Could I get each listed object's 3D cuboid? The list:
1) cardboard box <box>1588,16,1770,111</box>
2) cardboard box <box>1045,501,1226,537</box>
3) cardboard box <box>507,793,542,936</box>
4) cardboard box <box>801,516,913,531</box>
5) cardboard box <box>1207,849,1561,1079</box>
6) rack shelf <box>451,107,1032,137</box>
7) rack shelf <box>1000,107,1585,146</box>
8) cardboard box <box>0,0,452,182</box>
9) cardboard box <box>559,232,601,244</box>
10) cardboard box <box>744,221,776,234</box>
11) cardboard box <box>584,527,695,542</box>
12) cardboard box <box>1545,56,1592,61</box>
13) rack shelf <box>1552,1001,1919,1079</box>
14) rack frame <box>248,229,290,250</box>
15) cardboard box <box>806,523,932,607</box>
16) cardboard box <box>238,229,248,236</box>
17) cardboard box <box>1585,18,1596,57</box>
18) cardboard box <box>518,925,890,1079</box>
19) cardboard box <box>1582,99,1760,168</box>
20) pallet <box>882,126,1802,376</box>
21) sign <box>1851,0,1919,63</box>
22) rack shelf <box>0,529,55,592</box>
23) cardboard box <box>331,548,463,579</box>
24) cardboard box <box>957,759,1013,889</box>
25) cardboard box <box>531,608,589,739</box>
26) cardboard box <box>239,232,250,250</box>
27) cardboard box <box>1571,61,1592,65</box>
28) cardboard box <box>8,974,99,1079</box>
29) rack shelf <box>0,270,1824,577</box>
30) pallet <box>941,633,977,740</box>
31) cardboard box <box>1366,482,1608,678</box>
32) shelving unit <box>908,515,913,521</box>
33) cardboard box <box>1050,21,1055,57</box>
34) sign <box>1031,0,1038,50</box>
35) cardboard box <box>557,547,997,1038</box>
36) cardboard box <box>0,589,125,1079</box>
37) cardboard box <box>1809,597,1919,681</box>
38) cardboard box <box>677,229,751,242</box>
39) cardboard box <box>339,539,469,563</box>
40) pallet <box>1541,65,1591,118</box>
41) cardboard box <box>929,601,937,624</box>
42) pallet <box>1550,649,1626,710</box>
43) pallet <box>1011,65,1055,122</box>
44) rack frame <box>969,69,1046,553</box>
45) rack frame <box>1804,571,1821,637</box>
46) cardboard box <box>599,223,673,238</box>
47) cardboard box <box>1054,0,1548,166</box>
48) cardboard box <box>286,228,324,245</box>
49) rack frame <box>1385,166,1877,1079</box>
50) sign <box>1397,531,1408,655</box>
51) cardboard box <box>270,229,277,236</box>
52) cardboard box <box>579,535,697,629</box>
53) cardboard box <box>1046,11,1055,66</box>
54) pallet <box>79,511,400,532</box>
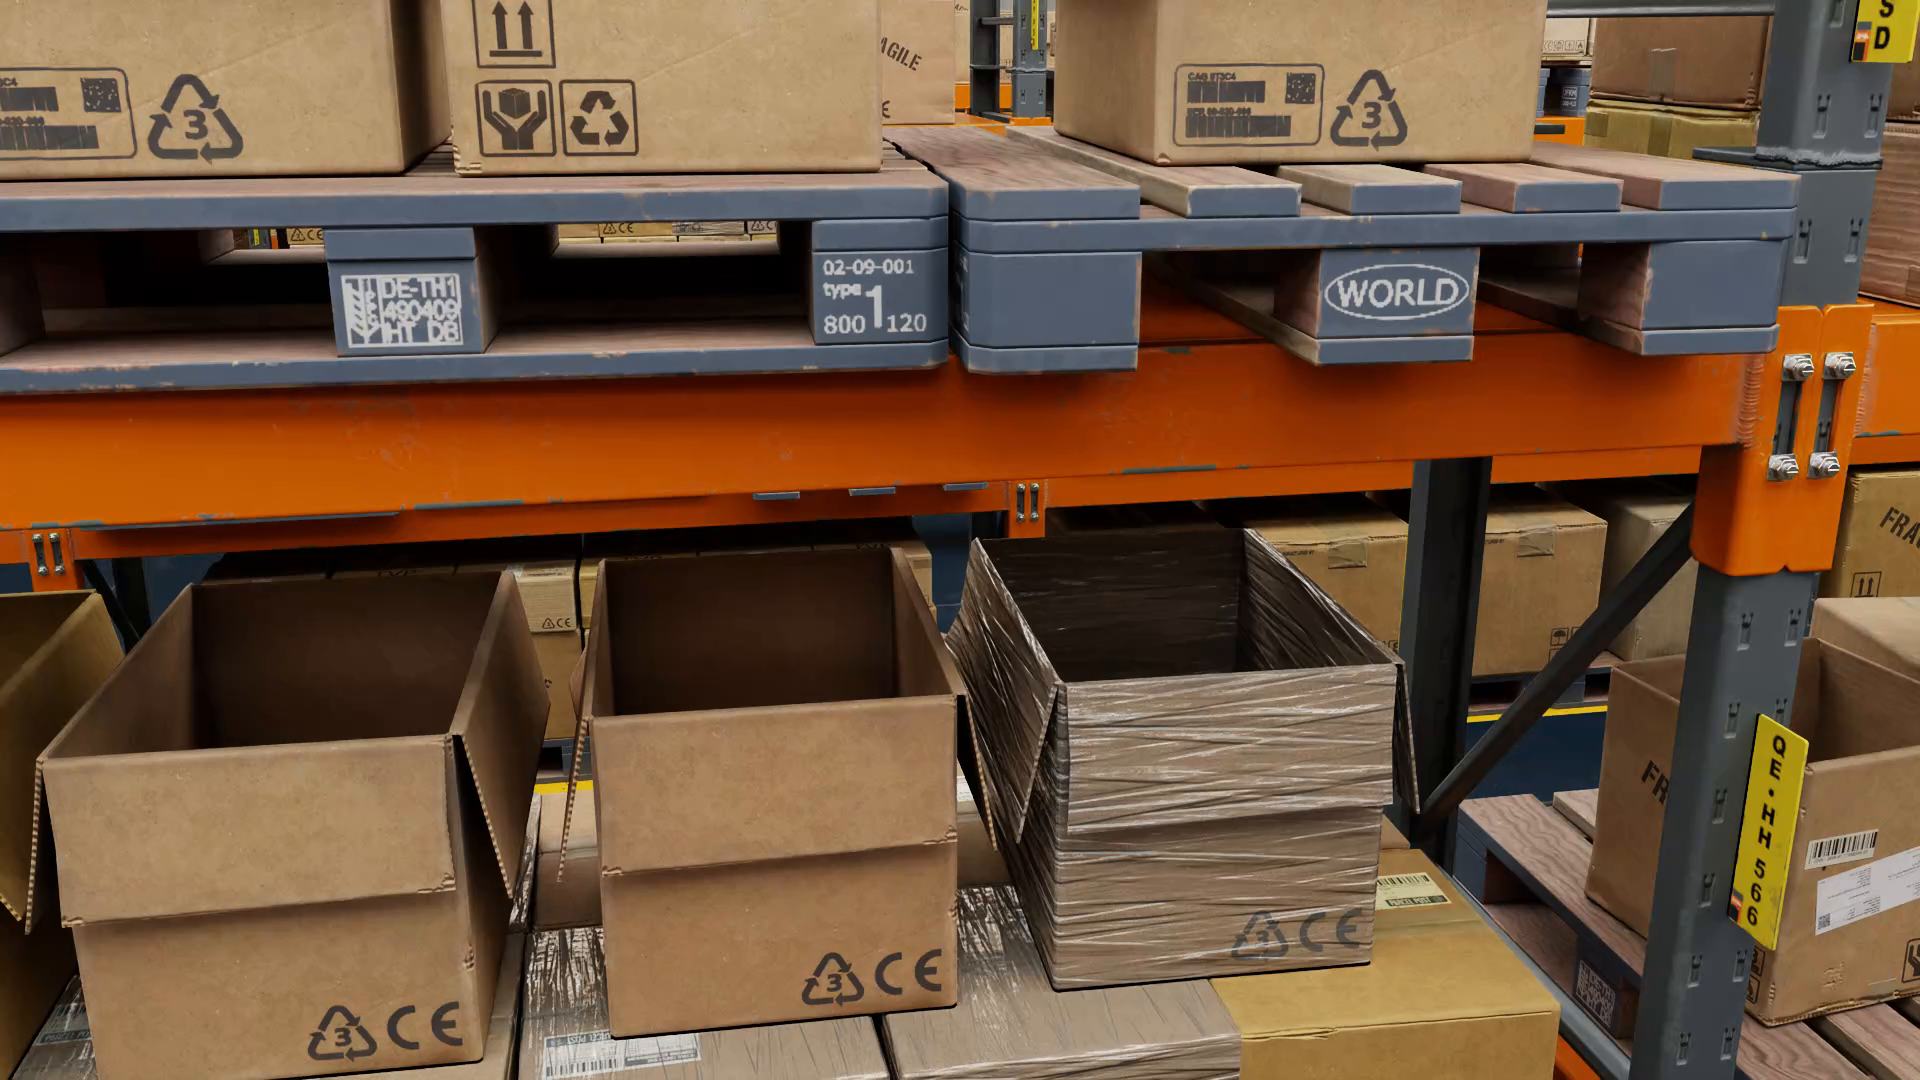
[{"bbox_3d":[1.464,-1.008,2.854,0.500,0.500,0.500,-3,17,-9],"label":"cardboard box"},{"bbox_3d":[0.816,0.243,8.030,0.750,0.750,1.050,-3,17,-11],"label":"cardboard box"},{"bbox_3d":[-0.986,0.798,2.933,0.500,0.500,0.500,-3,17,-10],"label":"cardboard box"},{"bbox_3d":[-0.522,-0.020,8.032,0.500,0.250,0.500,-4,18,-13],"label":"cardboard box"},{"bbox_3d":[0.605,0.862,2.725,0.500,0.500,0.500,-3,17,-9],"label":"cardboard box"},{"bbox_3d":[-1.763,-1.603,7.038,4.000,0.370,1.077,-3,17,-10],"label":"rack shelf"},{"bbox_3d":[2.165,-1.826,7.763,4.000,0.370,1.077,-3,17,-10],"label":"rack shelf"},{"bbox_3d":[-0.959,-0.753,2.154,0.637,0.503,0.797,-3,17,-11],"label":"cardboard box"},{"bbox_3d":[-2.776,-2.020,11.682,0.500,0.250,0.500,-4,17,-12],"label":"cardboard box"},{"bbox_3d":[-1.295,-2.467,11.862,0.500,0.500,0.500,-4,17,-12],"label":"cardboard box"},{"bbox_3d":[-1.508,0.032,7.863,0.500,0.250,0.500,-3,17,-10],"label":"cardboard box"},{"bbox_3d":[4.573,-3.774,12.630,0.500,0.250,0.500,-3,17,-10],"label":"cardboard box"},{"bbox_3d":[3.006,1.044,3.530,4.000,0.370,1.077,-3,17,-10],"label":"rack shelf"},{"bbox_3d":[-4.765,-1.823,11.637,0.127,3.000,1.000,-3,17,-10],"label":"rack frame"},{"bbox_3d":[-0.421,0.125,7.560,0.500,0.250,0.500,-4,17,-12],"label":"cardboard box"},{"bbox_3d":[-5.278,-2.392,11.617,0.500,0.500,0.500,-3,17,-10],"label":"cardboard box"},{"bbox_3d":[2.958,-2.325,7.535,0.500,0.250,0.500,-3,17,-11],"label":"cardboard box"},{"bbox_3d":[-0.395,0.918,2.543,0.500,0.500,0.500,-4,17,-12],"label":"cardboard box"},{"bbox_3d":[1.463,-0.648,2.959,0.500,0.250,0.500,-3,17,-10],"label":"cardboard box"},{"bbox_3d":[0.420,-0.481,2.482,1.003,0.211,1.213,-2,17,-8],"label":"pallet"},{"bbox_3d":[1.140,-0.747,2.011,0.005,0.325,0.100,-3,17,-10],"label":"sign"},{"bbox_3d":[-5.690,0.054,6.753,4.000,0.370,1.077,-3,17,-10],"label":"rack shelf"},{"bbox_3d":[-2.429,0.239,7.190,0.500,0.250,0.500,-3,17,-9],"label":"cardboard box"},{"bbox_3d":[0.008,0.742,3.118,0.500,0.500,0.500,-4,17,-12],"label":"cardboard box"},{"bbox_3d":[-1.920,0.565,7.405,0.500,0.500,0.500,-3,17,-9],"label":"cardboard box"},{"bbox_3d":[-5.275,-1.920,11.783,0.500,0.500,0.500,-3,17,-9],"label":"cardboard box"},{"bbox_3d":[4.725,-3.575,12.662,0.250,0.149,0.380,-4,17,-12],"label":"cardboard box"},{"bbox_3d":[-1.401,0.977,2.352,0.500,0.500,0.500,-4,17,-12],"label":"cardboard box"},{"bbox_3d":[-0.921,-0.167,2.364,4.000,0.370,1.077,-3,17,-10],"label":"rack shelf"},{"bbox_3d":[-0.567,0.752,8.004,1.213,0.211,1.003,-3,17,-10],"label":"pallet"},{"bbox_3d":[2.588,0.141,8.361,0.750,0.750,1.050,-3,17,-10],"label":"cardboard box"},{"bbox_3d":[0.007,-0.717,10.593,0.755,1.500,0.431,-3,17,-10],"label":"shelving unit"},{"bbox_3d":[0.559,-2.159,7.166,0.250,0.149,0.380,-4,18,-13],"label":"cardboard box"},{"bbox_3d":[0.302,-2.149,6.709,0.005,0.325,0.100,-3,17,-10],"label":"sign"},{"bbox_3d":[-0.319,0.356,2.666,0.637,0.503,0.797,-3,17,-9],"label":"cardboard box"},{"bbox_3d":[-1.583,0.434,2.411,0.637,0.503,0.797,-3,17,-10],"label":"cardboard box"},{"bbox_3d":[2.094,0.461,3.316,0.500,0.500,0.700,-1,17,-2],"label":"cardboard box"},{"bbox_3d":[-1.767,-2.083,11.888,0.500,0.250,0.500,-4,17,-12],"label":"cardboard box"},{"bbox_3d":[-2.536,0.095,7.658,0.500,0.250,0.500,-2,17,-8],"label":"cardboard box"},{"bbox_3d":[3.237,-2.124,7.836,1.217,0.209,0.805,-4,18,-13],"label":"pallet"},{"bbox_3d":[-0.396,0.482,7.676,0.500,0.500,0.500,-3,17,-11],"label":"cardboard box"},{"bbox_3d":[3.385,0.551,8.659,1.213,0.211,1.003,-3,17,-10],"label":"pallet"},{"bbox_3d":[0.823,-2.019,7.489,1.003,0.211,1.213,-2,17,-8],"label":"pallet"},{"bbox_3d":[0.201,-0.624,7.735,0.127,3.000,1.000,-3,17,-10],"label":"rack frame"},{"bbox_3d":[4.128,-0.847,8.460,0.127,3.000,1.000,-3,17,-10],"label":"rack frame"},{"bbox_3d":[-2.287,-2.410,11.677,0.500,0.500,0.500,-3,17,-10],"label":"cardboard box"},{"bbox_3d":[0.457,-0.818,2.366,0.637,0.503,0.797,-2,17,-7],"label":"cardboard box"},{"bbox_3d":[-4.278,-2.290,11.286,0.500,0.500,0.500,-3,17,-10],"label":"cardboard box"},{"bbox_3d":[1.043,0.811,3.061,0.127,3.000,1.000,-3,17,-10],"label":"rack frame"},{"bbox_3d":[0.930,0.140,3.411,0.005,0.325,0.100,-3,17,-10],"label":"sign"},{"bbox_3d":[-6.477,-3.001,15.900,0.250,0.149,0.380,-3,17,-9],"label":"cardboard box"},{"bbox_3d":[-1.417,0.180,7.381,0.500,0.250,0.500,-3,17,-9],"label":"cardboard box"},{"bbox_3d":[0.655,-3.622,12.210,0.637,0.503,0.797,-3,17,-10],"label":"cardboard box"},{"bbox_3d":[-2.949,-0.310,7.040,1.213,0.211,1.003,-3,17,-10],"label":"pallet"}]
